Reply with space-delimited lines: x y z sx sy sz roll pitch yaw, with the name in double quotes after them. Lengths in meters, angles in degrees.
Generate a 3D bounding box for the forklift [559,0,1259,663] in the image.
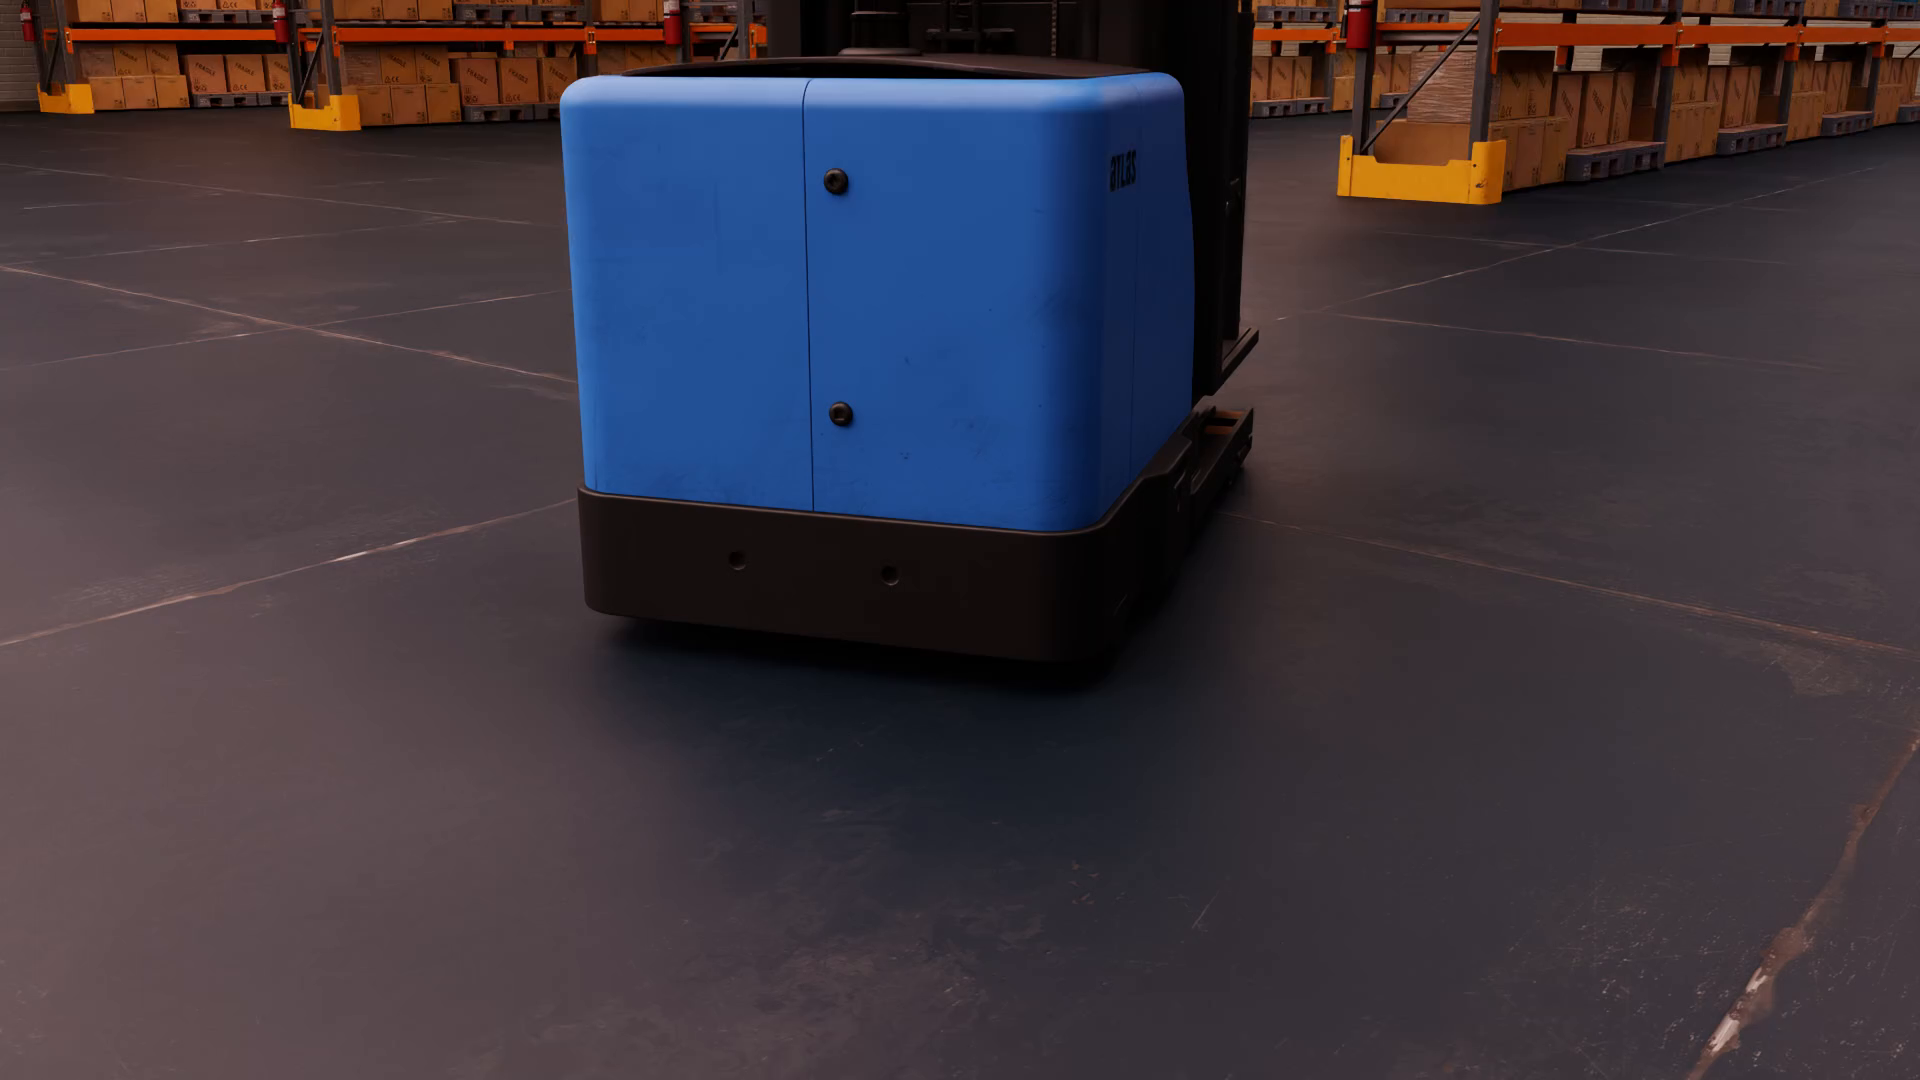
0.182 -1.571 4.072 1.130 2.935 3.031 5 18 17 "forklift"
